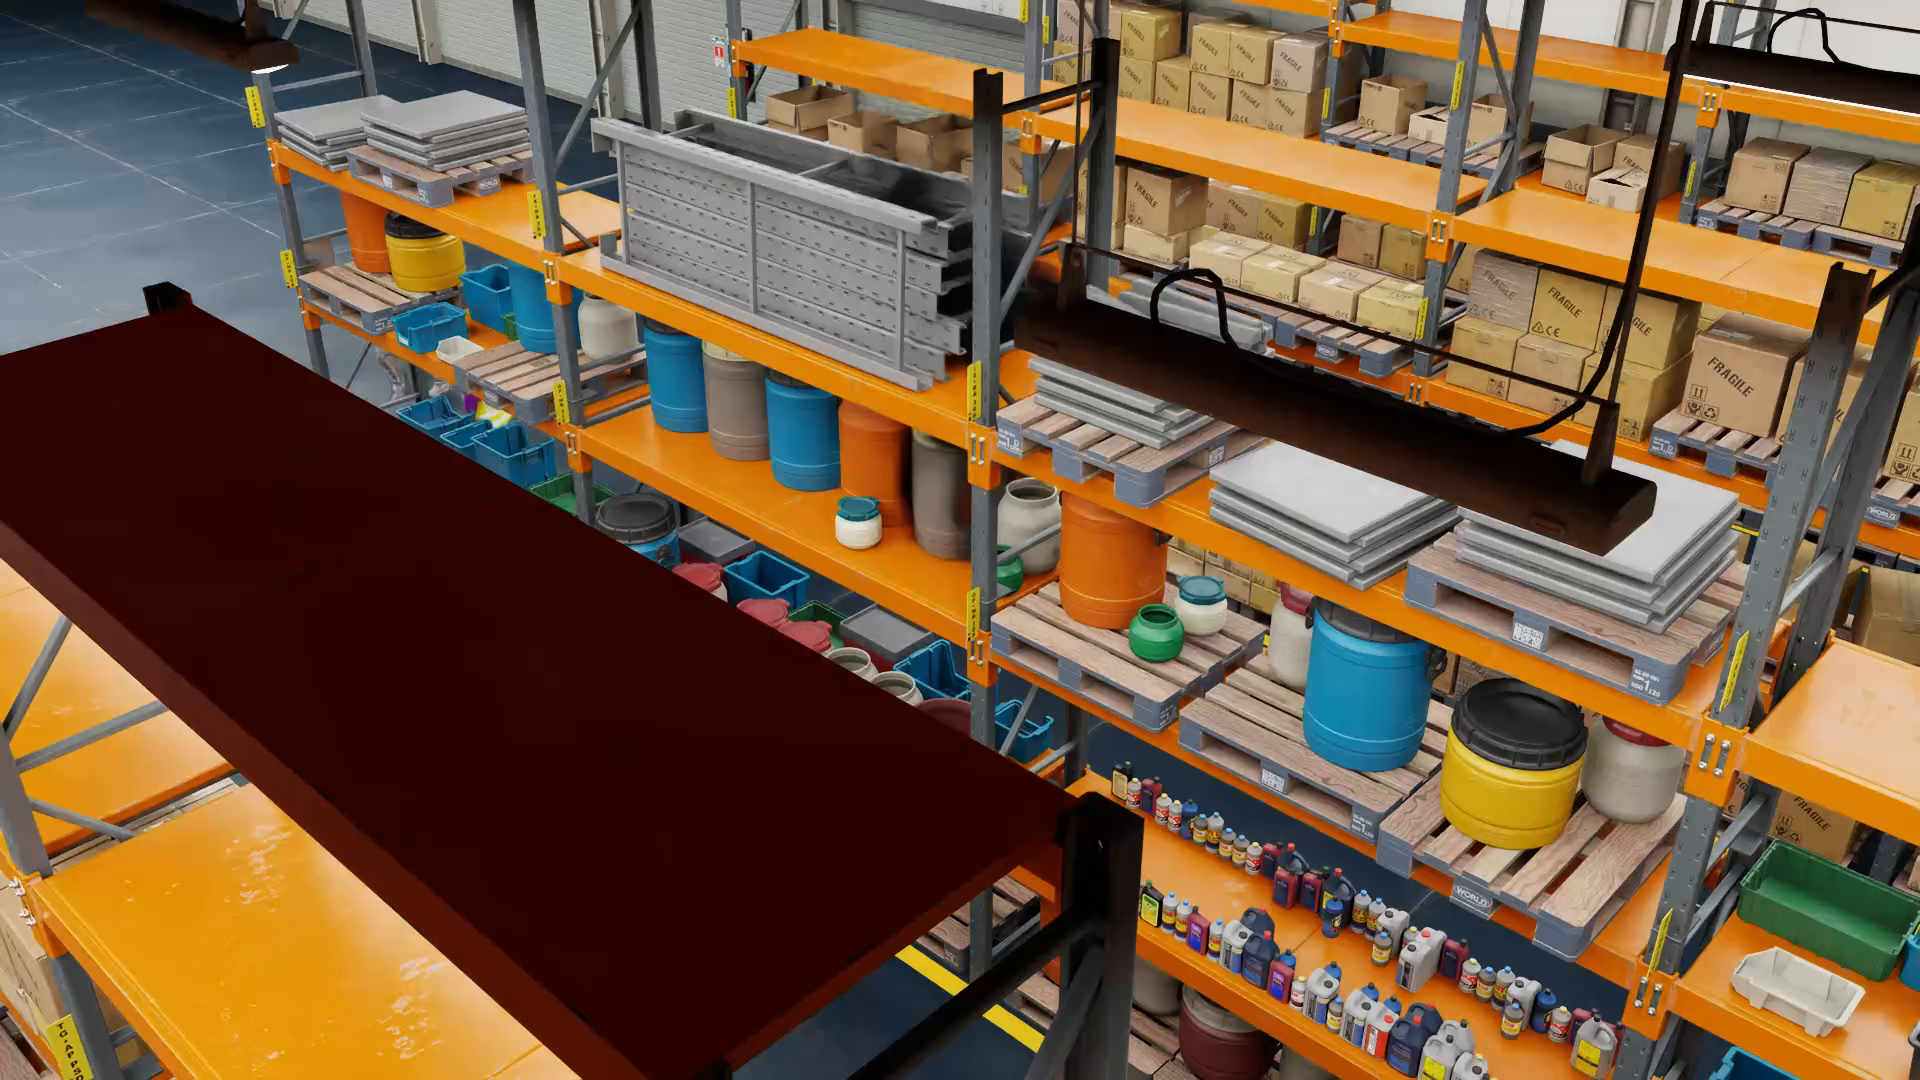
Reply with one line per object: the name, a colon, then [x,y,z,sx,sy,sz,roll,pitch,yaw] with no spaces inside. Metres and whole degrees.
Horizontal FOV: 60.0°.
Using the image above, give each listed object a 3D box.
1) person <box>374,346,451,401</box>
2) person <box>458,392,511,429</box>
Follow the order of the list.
person: [-6.272,-2.345,18.634,0.862,1.811,0.589,-14,32,-23]
person: [-4.702,-1.179,16.598,0.588,1.722,0.702,8,30,14]
